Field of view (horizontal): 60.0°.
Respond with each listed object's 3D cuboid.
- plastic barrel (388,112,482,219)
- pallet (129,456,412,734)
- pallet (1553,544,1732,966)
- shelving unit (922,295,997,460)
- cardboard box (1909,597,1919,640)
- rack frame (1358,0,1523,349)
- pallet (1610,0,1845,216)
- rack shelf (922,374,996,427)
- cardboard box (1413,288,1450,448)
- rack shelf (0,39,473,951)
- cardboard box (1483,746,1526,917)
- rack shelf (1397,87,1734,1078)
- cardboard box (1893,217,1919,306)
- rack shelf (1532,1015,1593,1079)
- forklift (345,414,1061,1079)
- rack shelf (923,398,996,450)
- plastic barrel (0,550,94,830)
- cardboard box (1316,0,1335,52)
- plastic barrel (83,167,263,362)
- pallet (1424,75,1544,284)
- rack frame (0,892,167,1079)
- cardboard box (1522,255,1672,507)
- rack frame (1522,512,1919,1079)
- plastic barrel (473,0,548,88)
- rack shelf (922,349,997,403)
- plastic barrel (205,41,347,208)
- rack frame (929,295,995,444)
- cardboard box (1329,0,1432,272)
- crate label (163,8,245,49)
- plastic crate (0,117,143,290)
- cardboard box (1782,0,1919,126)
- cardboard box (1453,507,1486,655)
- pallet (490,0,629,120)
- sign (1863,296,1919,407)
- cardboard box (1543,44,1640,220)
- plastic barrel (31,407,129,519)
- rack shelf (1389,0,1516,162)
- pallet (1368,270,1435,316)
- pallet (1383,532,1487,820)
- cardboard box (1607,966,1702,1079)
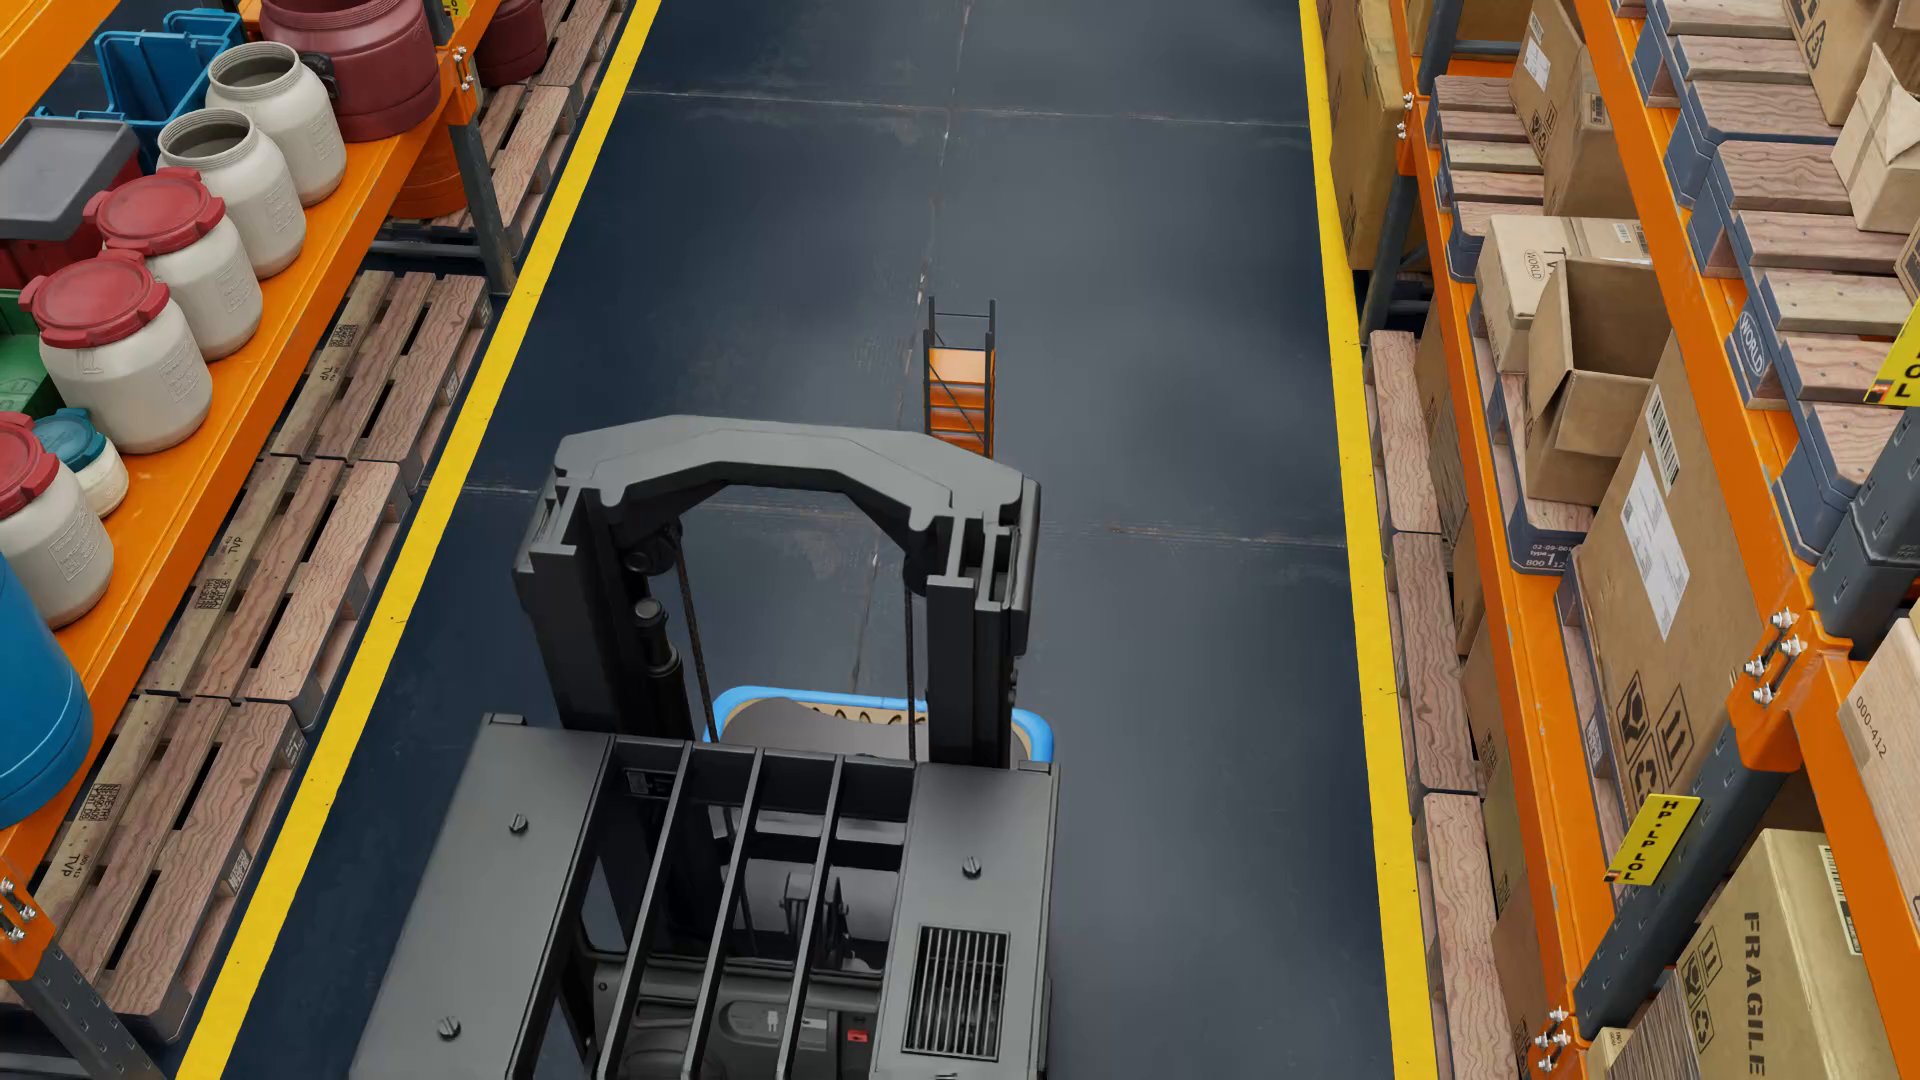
[{"bbox_3d":[-2.578,-2.002,7.760,0.600,0.830,0.708,4,48,4],"label":"plastic barrel"},{"bbox_3d":[-2.829,0.170,6.477,1.003,0.211,1.213,4,48,4],"label":"pallet"},{"bbox_3d":[2.177,0.553,4.367,1.003,0.211,1.213,4,48,4],"label":"pallet"},{"bbox_3d":[-0.001,-0.394,6.323,0.258,1.200,0.189,4,48,4],"label":"shelving unit"},{"bbox_3d":[1.626,0.162,2.393,0.380,0.149,0.250,3,48,2],"label":"cardboard box"},{"bbox_3d":[2.327,-1.899,6.480,1.000,3.000,0.127,4,48,4],"label":"rack frame"},{"bbox_3d":[2.216,-1.117,3.860,1.213,0.211,1.003,4,48,4],"label":"pallet"},{"bbox_3d":[-0.001,-0.526,6.179,0.258,0.103,0.180,4,48,4],"label":"rack shelf"},{"bbox_3d":[2.286,-0.710,6.788,0.700,0.500,0.500,2,48,1],"label":"cardboard box"},{"bbox_3d":[-2.788,-0.519,5.706,1.077,0.370,4.000,4,48,4],"label":"rack shelf"},{"bbox_3d":[2.102,0.937,5.282,0.700,0.500,0.500,4,48,3],"label":"cardboard box"},{"bbox_3d":[2.144,-0.186,5.401,1.077,0.370,4.000,4,48,4],"label":"rack shelf"},{"bbox_3d":[2.104,-0.487,2.801,0.797,0.503,0.637,2,48,2],"label":"cardboard box"},{"bbox_3d":[1.780,2.753,2.713,1.077,0.370,4.000,4,48,4],"label":"rack shelf"},{"bbox_3d":[-0.386,1.282,3.617,1.130,2.935,3.031,5,48,4],"label":"forklift"},{"bbox_3d":[-0.001,-0.445,6.268,0.258,0.103,0.180,4,48,4],"label":"rack shelf"},{"bbox_3d":[-2.633,0.275,4.152,0.600,0.901,0.708,4,48,4],"label":"plastic barrel"},{"bbox_3d":[2.572,-3.134,8.765,1.225,0.875,0.875,2,48,2],"label":"cardboard box"},{"bbox_3d":[-2.558,-0.884,5.459,0.433,0.535,0.433,0,48,0],"label":"plastic barrel"},{"bbox_3d":[2.368,-1.303,6.065,1.213,0.211,1.003,4,48,4],"label":"pallet"},{"bbox_3d":[-2.967,0.708,4.096,0.949,2.616,0.053,4,48,4],"label":"rack frame"},{"bbox_3d":[2.028,-0.416,4.769,0.797,0.503,0.637,8,48,8],"label":"cardboard box"},{"bbox_3d":[1.962,1.041,3.791,1.000,3.000,0.127,4,48,4],"label":"rack frame"},{"bbox_3d":[-2.475,-2.750,8.608,0.600,0.588,0.708,4,48,4],"label":"plastic barrel"},{"bbox_3d":[-0.001,-0.607,6.091,0.258,0.103,0.180,4,48,4],"label":"rack shelf"},{"bbox_3d":[-2.487,-1.499,6.039,0.421,0.512,0.421,0,48,0],"label":"plastic barrel"},{"bbox_3d":[0.007,-0.462,6.385,0.240,1.200,0.006,4,48,4],"label":"rack frame"},{"bbox_3d":[2.410,-1.829,7.571,1.225,0.875,0.875,2,48,2],"label":"cardboard box"},{"bbox_3d":[-3.017,-1.891,6.586,0.303,0.233,0.416,4,48,4],"label":"crate label"},{"bbox_3d":[-3.058,-1.087,5.694,0.402,0.464,0.583,4,48,4],"label":"plastic crate"},{"bbox_3d":[2.189,-1.180,3.435,0.797,0.503,0.637,6,48,5],"label":"cardboard box"},{"bbox_3d":[2.203,0.116,6.033,0.700,0.500,0.500,7,48,7],"label":"cardboard box"},{"bbox_3d":[-2.461,-2.767,9.164,1.003,0.211,1.213,4,48,4],"label":"pallet"},{"bbox_3d":[1.409,-0.314,2.380,0.100,0.325,0.005,4,48,4],"label":"sign"},{"bbox_3d":[2.366,-1.258,5.541,0.700,0.500,0.500,10,48,9],"label":"cardboard box"},{"bbox_3d":[-2.697,-0.208,5.027,0.301,0.262,0.301,0,48,0],"label":"plastic barrel"},{"bbox_3d":[2.509,-3.126,8.089,1.077,0.370,4.000,4,48,4],"label":"rack shelf"},{"bbox_3d":[2.474,-1.532,8.034,1.003,0.211,1.213,4,48,4],"label":"pallet"},{"bbox_3d":[2.140,0.510,6.166,1.003,0.211,1.213,4,48,4],"label":"pallet"},{"bbox_3d":[1.860,1.233,3.346,0.875,0.500,0.500,4,48,4],"label":"cardboard box"}]
